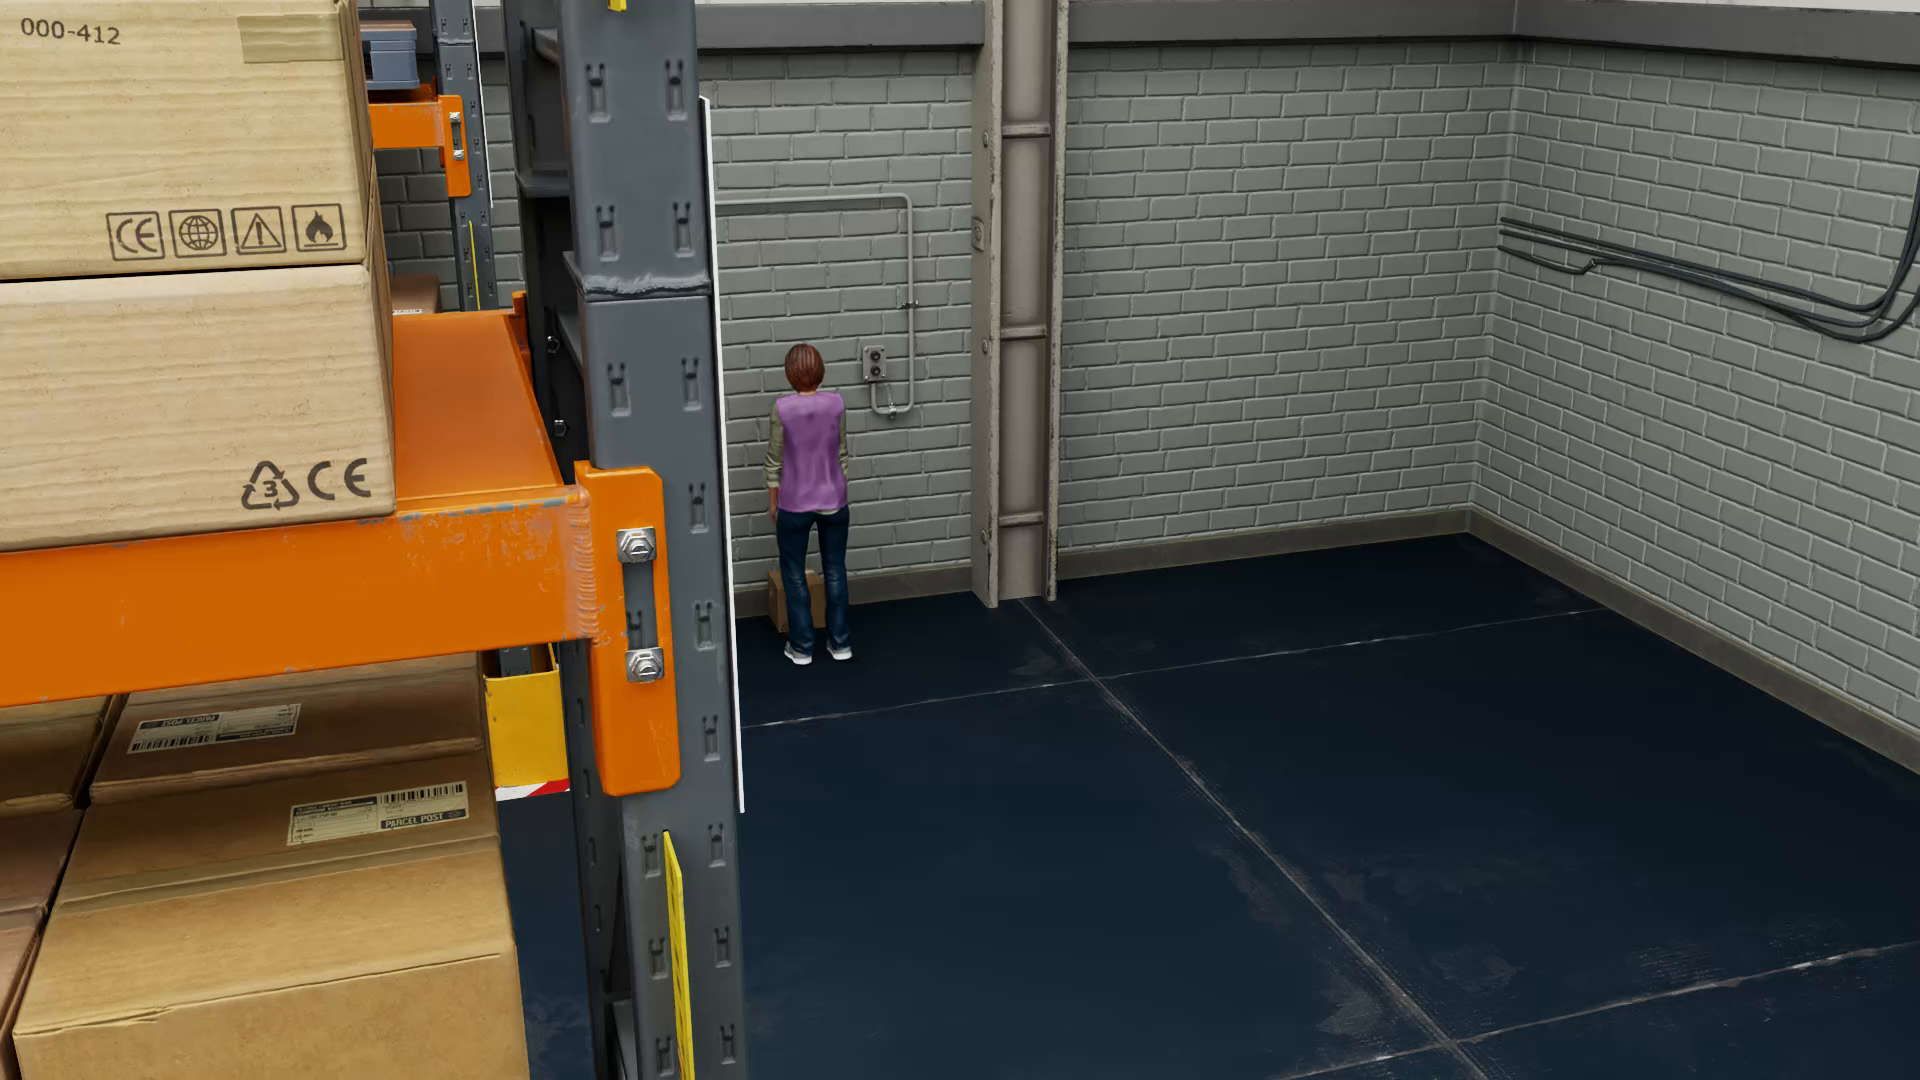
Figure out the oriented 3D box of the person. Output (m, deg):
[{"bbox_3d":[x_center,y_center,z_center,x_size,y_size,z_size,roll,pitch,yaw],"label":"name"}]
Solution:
[{"bbox_3d":[-0.734,-0.158,8.052,0.409,1.594,0.304,-6,20,-16],"label":"person"}]
